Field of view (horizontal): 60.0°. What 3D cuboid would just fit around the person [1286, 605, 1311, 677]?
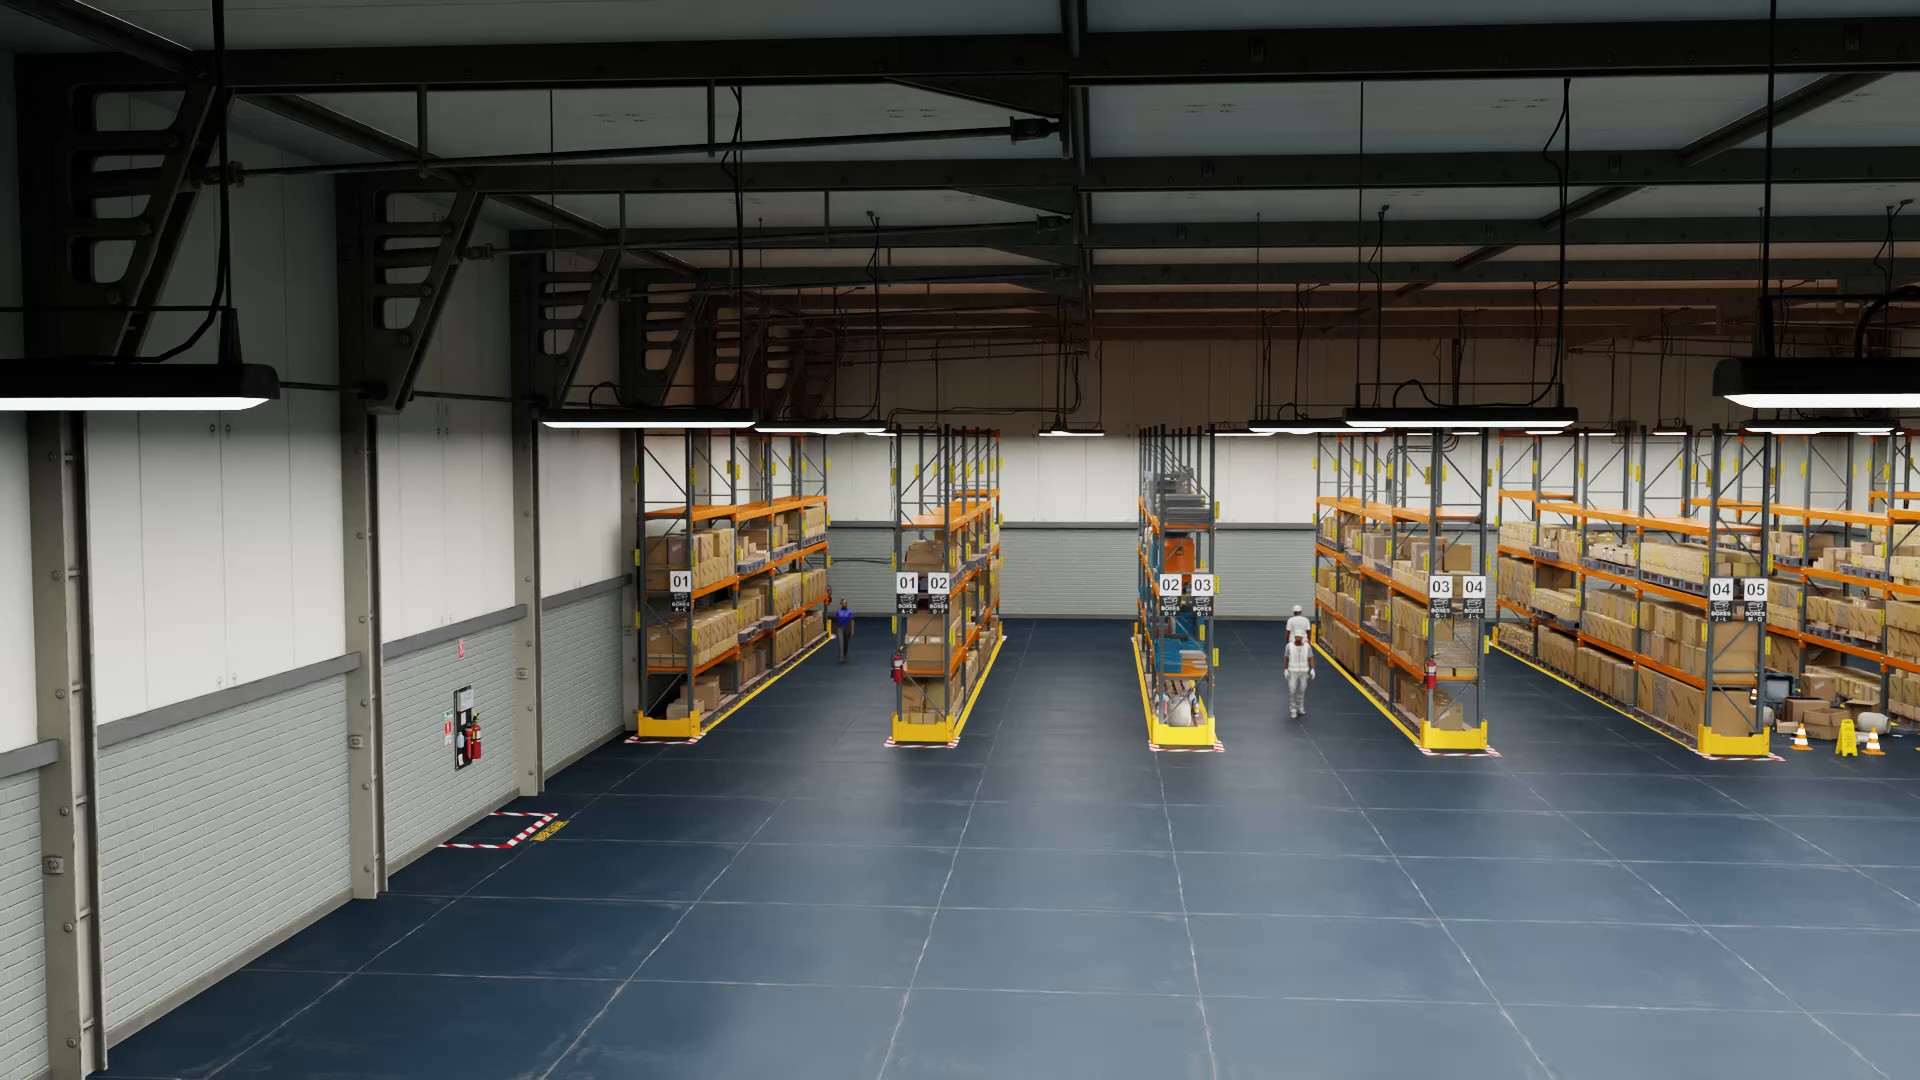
[{"bbox_3d":[8.064,2.439,39.634,0.593,1.763,0.541,0,3,4],"label":"person"}]

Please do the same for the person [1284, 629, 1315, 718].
[{"bbox_3d":[7.018,2.762,34.365,0.607,1.843,0.538,0,4,8],"label":"person"}]

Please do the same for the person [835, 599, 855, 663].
[{"bbox_3d":[-2.962,2.321,42.700,0.478,1.574,1.056,-1,4,-9],"label":"person"}]
